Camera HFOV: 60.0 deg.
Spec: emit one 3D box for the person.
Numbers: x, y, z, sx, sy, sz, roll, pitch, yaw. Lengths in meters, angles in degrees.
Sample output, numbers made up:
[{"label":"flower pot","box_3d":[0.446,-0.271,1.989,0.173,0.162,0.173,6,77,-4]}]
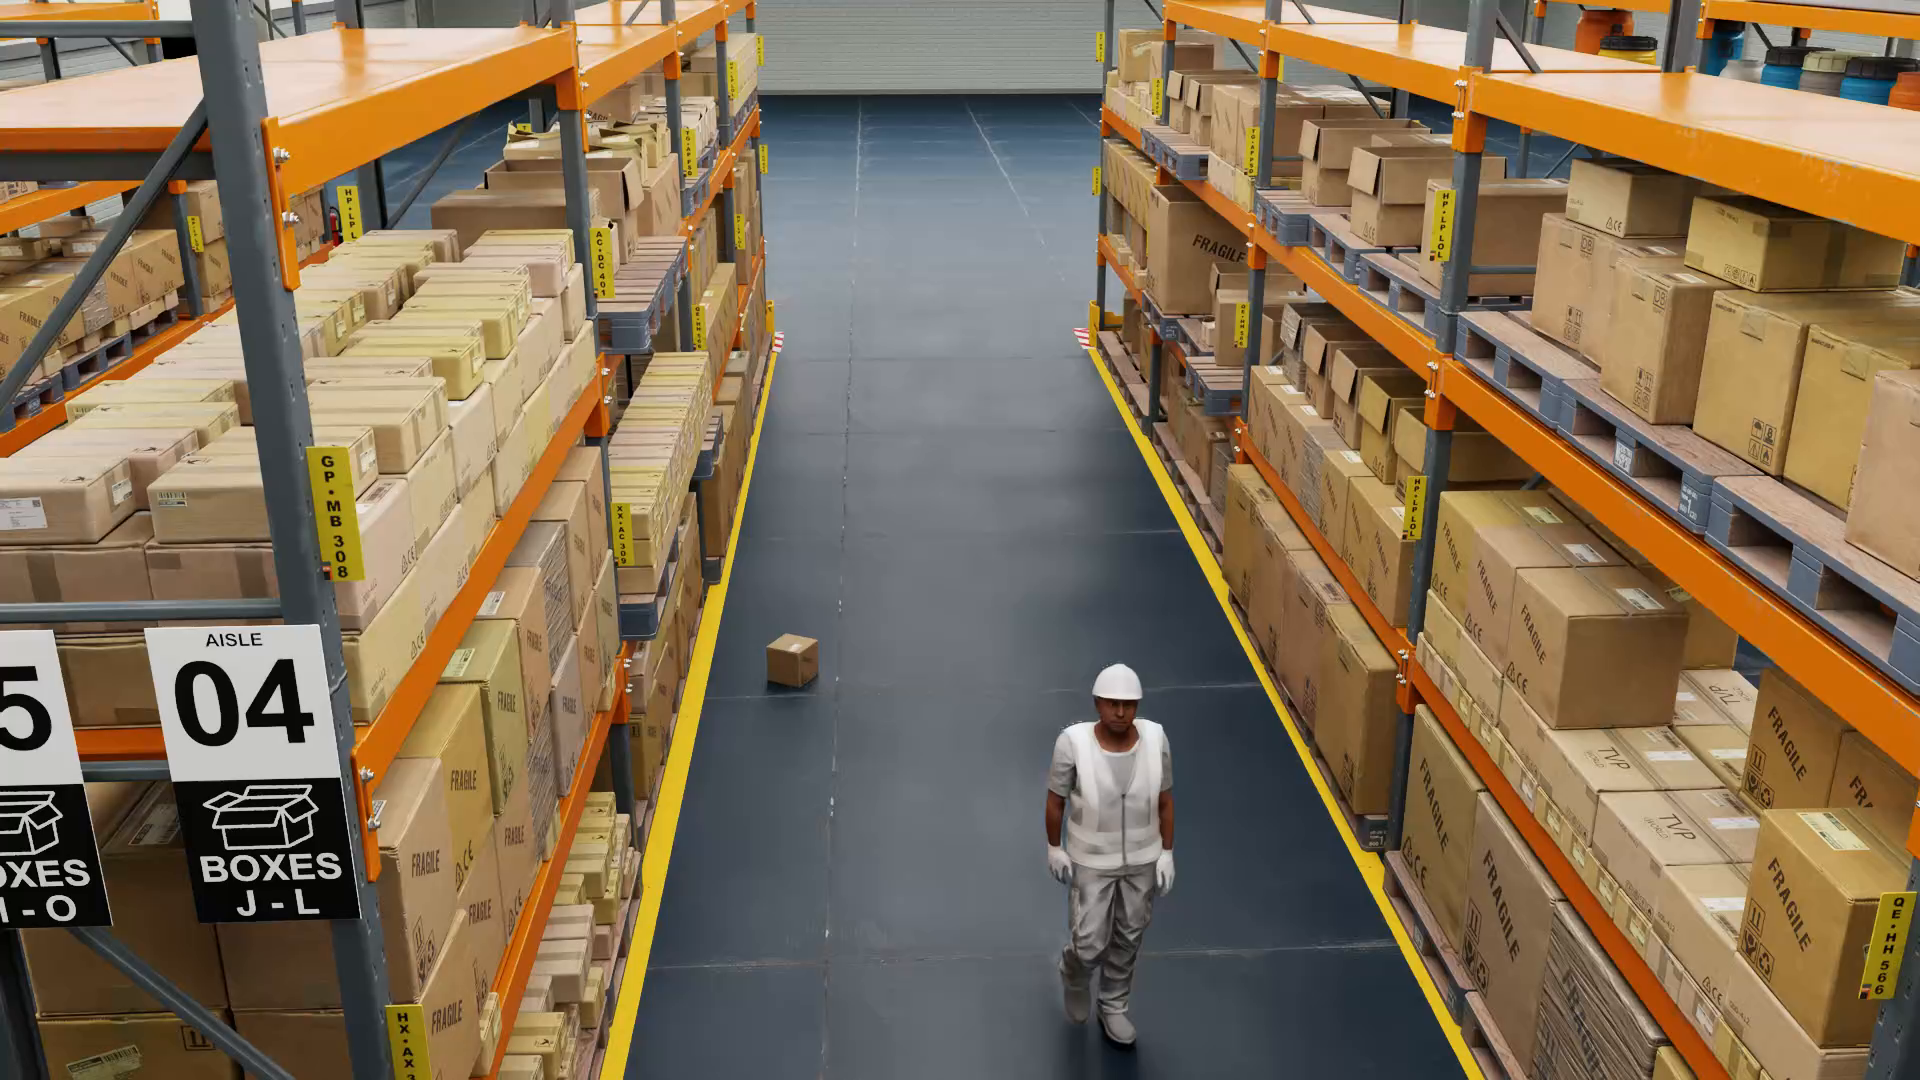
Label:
[{"label":"person","box_3d":[0.664,1.380,7.232,0.548,1.776,0.476,-4,21,-12]}]
